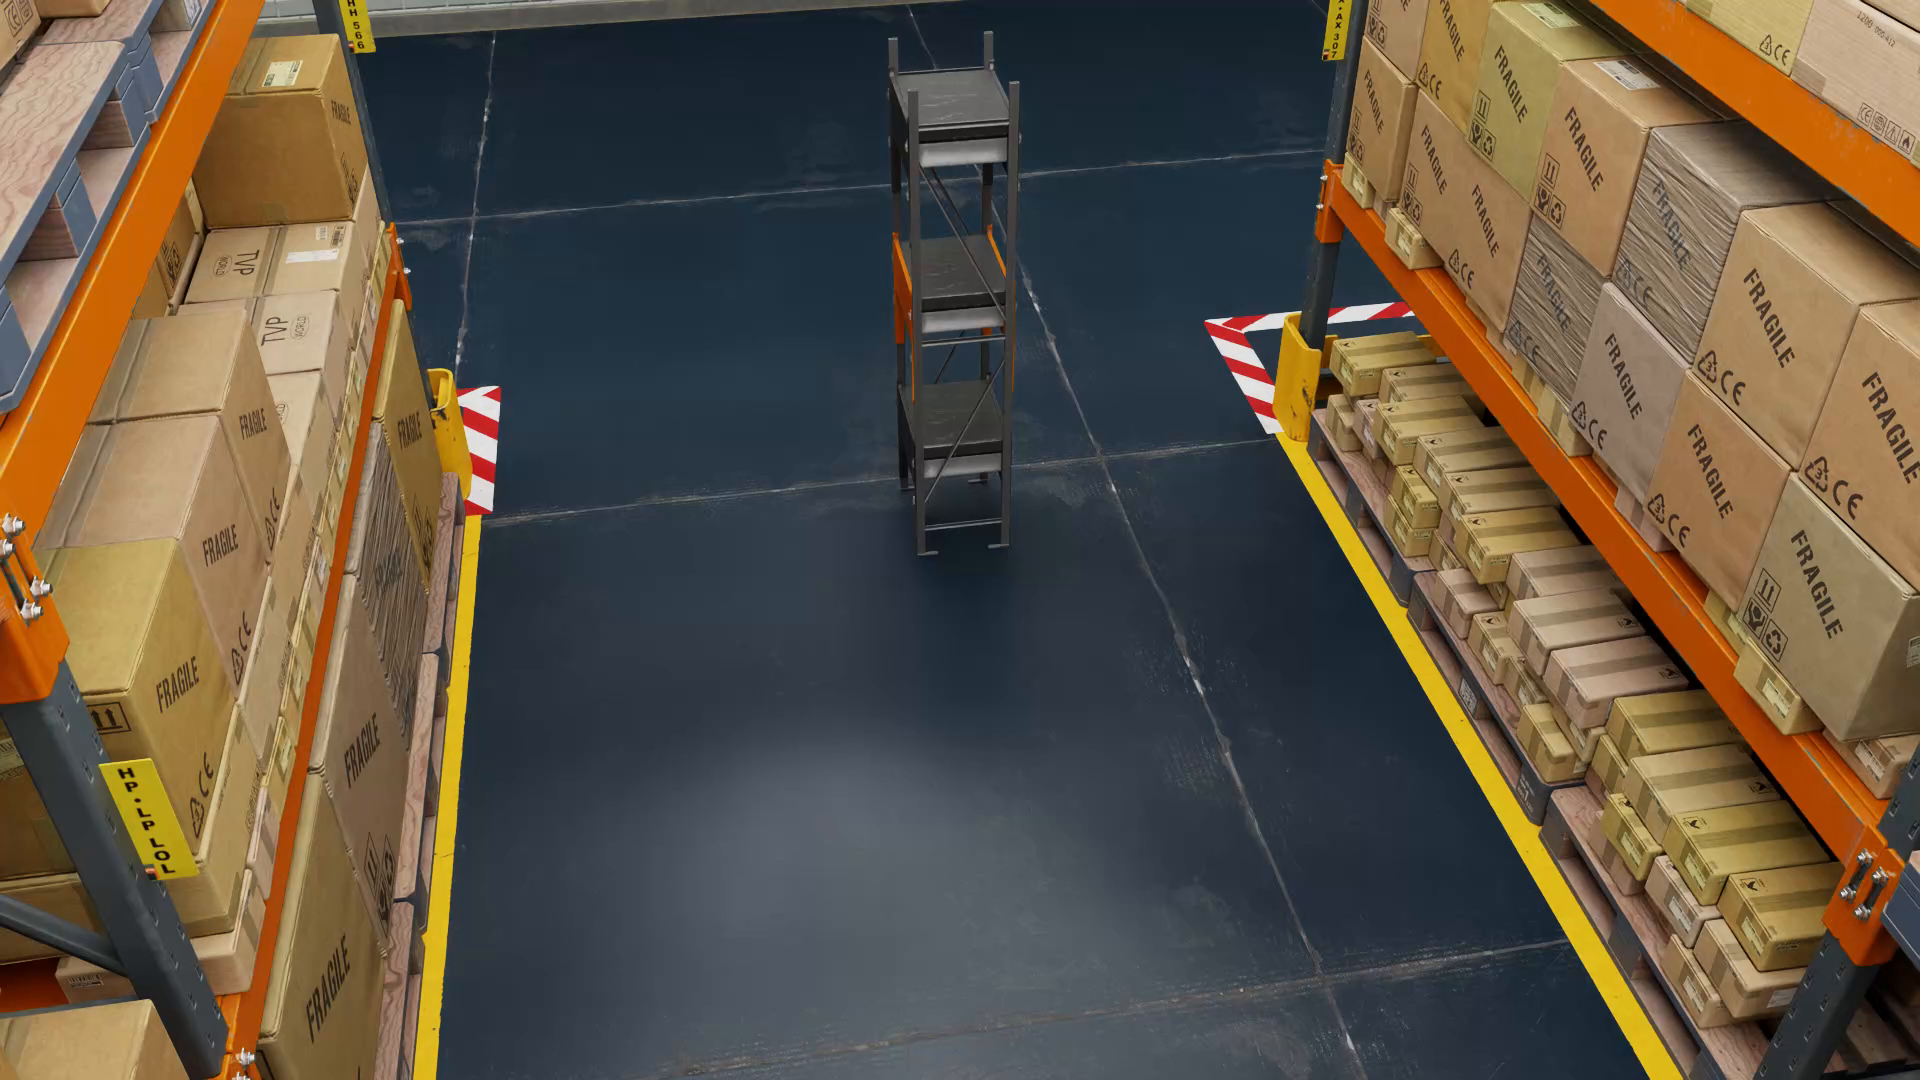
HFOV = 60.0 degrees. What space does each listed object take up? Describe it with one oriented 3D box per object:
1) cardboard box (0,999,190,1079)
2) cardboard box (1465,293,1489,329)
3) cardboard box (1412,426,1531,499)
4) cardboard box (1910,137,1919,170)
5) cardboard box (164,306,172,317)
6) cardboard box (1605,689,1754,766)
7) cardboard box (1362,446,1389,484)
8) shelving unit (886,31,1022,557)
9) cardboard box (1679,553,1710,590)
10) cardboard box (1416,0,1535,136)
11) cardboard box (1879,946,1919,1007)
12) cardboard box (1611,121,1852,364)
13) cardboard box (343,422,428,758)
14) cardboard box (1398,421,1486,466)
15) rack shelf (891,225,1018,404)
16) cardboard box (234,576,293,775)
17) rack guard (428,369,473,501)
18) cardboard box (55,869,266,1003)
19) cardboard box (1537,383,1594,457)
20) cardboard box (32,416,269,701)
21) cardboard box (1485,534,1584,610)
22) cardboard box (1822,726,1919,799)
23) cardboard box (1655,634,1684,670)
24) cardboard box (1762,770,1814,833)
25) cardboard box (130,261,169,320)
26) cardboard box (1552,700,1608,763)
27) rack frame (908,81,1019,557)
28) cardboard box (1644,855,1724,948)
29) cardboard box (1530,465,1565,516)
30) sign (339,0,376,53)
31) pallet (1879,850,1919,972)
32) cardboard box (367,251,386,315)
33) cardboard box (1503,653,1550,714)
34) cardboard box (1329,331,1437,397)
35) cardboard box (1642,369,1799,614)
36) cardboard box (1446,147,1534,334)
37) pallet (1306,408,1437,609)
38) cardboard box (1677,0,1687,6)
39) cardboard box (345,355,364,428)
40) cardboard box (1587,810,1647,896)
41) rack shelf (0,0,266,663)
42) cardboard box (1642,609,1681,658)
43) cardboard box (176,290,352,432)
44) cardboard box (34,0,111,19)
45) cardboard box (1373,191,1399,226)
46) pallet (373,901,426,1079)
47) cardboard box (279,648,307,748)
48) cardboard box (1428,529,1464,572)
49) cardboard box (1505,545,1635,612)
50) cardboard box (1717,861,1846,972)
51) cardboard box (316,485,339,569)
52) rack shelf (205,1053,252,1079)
[{"bbox_3d":[-1.754,1.250,3.115,0.500,0.500,0.500,-6,38,-8],"label":"cardboard box"},{"bbox_3d":[2.113,-0.896,6.164,0.380,0.149,0.250,-7,38,-8],"label":"cardboard box"},{"bbox_3d":[2.062,-0.314,6.705,0.380,0.149,0.250,-8,39,-10],"label":"cardboard box"},{"bbox_3d":[2.444,-0.829,3.549,0.500,0.250,0.500,-5,38,-7],"label":"cardboard box"},{"bbox_3d":[-2.805,-0.502,5.331,0.500,0.250,0.500,-7,38,-9],"label":"cardboard box"},{"bbox_3d":[2.374,0.637,5.481,0.380,0.149,0.250,-5,38,-6],"label":"cardboard box"},{"bbox_3d":[1.998,-0.392,7.291,0.380,0.149,0.250,-6,38,-8],"label":"cardboard box"},{"bbox_3d":[-0.029,-0.929,6.735,0.431,2.100,0.503,-6,38,-8],"label":"shelving unit"},{"bbox_3d":[2.398,0.041,4.957,0.380,0.149,0.250,-7,38,-9],"label":"cardboard box"},{"bbox_3d":[2.007,-1.800,5.983,0.500,0.500,0.500,-5,38,-7],"label":"cardboard box"},{"bbox_3d":[3.049,1.269,5.153,0.380,0.149,0.250,-8,39,-10],"label":"cardboard box"},{"bbox_3d":[2.276,-0.865,4.780,0.500,0.500,0.500,-5,38,-7],"label":"cardboard box"},{"bbox_3d":[-2.455,0.221,5.910,0.875,0.875,0.875,-6,38,-8],"label":"cardboard box"},{"bbox_3d":[2.057,-0.356,7.002,0.380,0.149,0.250,-6,38,-7],"label":"cardboard box"},{"bbox_3d":[-0.029,-0.918,6.743,0.431,0.518,0.480,-6,38,-8],"label":"rack shelf"},{"bbox_3d":[-2.011,0.365,4.215,0.500,0.250,0.500,-6,38,-8],"label":"cardboard box"},{"bbox_3d":[-2.810,-0.407,7.367,1.175,0.500,0.348,-6,38,-8],"label":"rack guard"},{"bbox_3d":[-1.829,0.921,3.824,0.380,0.149,0.250,-6,38,-8],"label":"cardboard box"},{"bbox_3d":[2.171,-0.421,5.552,0.380,0.149,0.250,-6,38,-7],"label":"cardboard box"},{"bbox_3d":[-2.016,0.067,3.988,0.500,0.500,0.500,-6,38,-8],"label":"cardboard box"},{"bbox_3d":[2.223,0.120,6.389,0.380,0.149,0.250,-4,38,-6],"label":"cardboard box"},{"bbox_3d":[2.516,0.516,4.346,0.380,0.149,0.250,-7,38,-8],"label":"cardboard box"},{"bbox_3d":[2.785,0.375,6.061,0.380,0.149,0.250,-7,38,-8],"label":"cardboard box"},{"bbox_3d":[2.837,0.866,5.429,0.380,0.149,0.250,-6,38,-8],"label":"cardboard box"},{"bbox_3d":[-2.803,-0.801,5.105,0.500,0.500,0.500,-7,38,-9],"label":"cardboard box"},{"bbox_3d":[2.293,0.614,5.753,0.380,0.149,0.250,-5,38,-7],"label":"cardboard box"},{"bbox_3d":[0.014,-0.782,6.545,0.400,2.100,0.015,-6,38,-8],"label":"rack frame"},{"bbox_3d":[2.368,1.088,5.143,0.380,0.149,0.250,-8,39,-10],"label":"cardboard box"},{"bbox_3d":[2.507,-0.235,6.846,0.380,0.149,0.250,-7,38,-8],"label":"cardboard box"},{"bbox_3d":[-2.269,-1.981,6.218,0.100,0.325,0.005,-6,38,-8],"label":"sign"},{"bbox_3d":[2.787,1.117,3.524,1.003,0.211,1.213,-6,38,-8],"label":"pallet"},{"bbox_3d":[-2.372,-0.944,6.225,0.380,0.149,0.250,-6,38,-7],"label":"cardboard box"},{"bbox_3d":[2.231,0.534,6.100,0.380,0.149,0.250,-6,38,-7],"label":"cardboard box"},{"bbox_3d":[1.852,-0.774,7.298,0.380,0.149,0.250,-8,39,-10],"label":"cardboard box"},{"bbox_3d":[2.343,-0.169,4.698,0.500,0.500,0.500,-7,38,-9],"label":"cardboard box"},{"bbox_3d":[2.094,-1.091,5.885,0.500,0.500,0.500,-6,38,-7],"label":"cardboard box"},{"bbox_3d":[2.216,-0.211,7.349,1.003,0.211,1.213,-6,38,-8],"label":"pallet"},{"bbox_3d":[2.193,-1.738,4.719,0.500,0.250,0.500,-6,38,-8],"label":"cardboard box"},{"bbox_3d":[-2.239,-0.484,5.633,0.380,0.149,0.250,-7,38,-9],"label":"cardboard box"},{"bbox_3d":[2.319,1.005,5.493,0.380,0.149,0.250,-7,38,-9],"label":"cardboard box"},{"bbox_3d":[-2.455,-1.072,4.327,1.077,0.370,4.000,-6,38,-8],"label":"rack shelf"},{"bbox_3d":[2.696,0.265,5.961,0.380,0.149,0.250,-8,39,-10],"label":"cardboard box"},{"bbox_3d":[-2.282,-0.560,5.406,0.500,0.250,0.500,-7,38,-9],"label":"cardboard box"},{"bbox_3d":[-2.343,-1.516,3.806,0.700,0.500,0.500,-5,38,-6],"label":"cardboard box"},{"bbox_3d":[1.914,-1.373,6.777,0.380,0.149,0.250,-5,38,-6],"label":"cardboard box"},{"bbox_3d":[-2.161,1.670,4.929,1.003,0.211,1.213,-6,38,-8],"label":"pallet"},{"bbox_3d":[-1.970,0.445,4.438,0.380,0.149,0.250,-7,38,-9],"label":"cardboard box"},{"bbox_3d":[2.124,0.067,6.700,0.380,0.149,0.250,-6,38,-8],"label":"cardboard box"},{"bbox_3d":[2.241,0.160,6.095,0.380,0.149,0.250,-6,38,-8],"label":"cardboard box"},{"bbox_3d":[2.478,1.102,4.883,0.380,0.149,0.250,-5,38,-7],"label":"cardboard box"},{"bbox_3d":[-2.104,-0.020,5.036,0.380,0.149,0.250,-7,38,-9],"label":"cardboard box"},{"bbox_3d":[-1.754,2.528,2.137,1.077,0.370,4.000,-6,38,-8],"label":"rack shelf"}]
